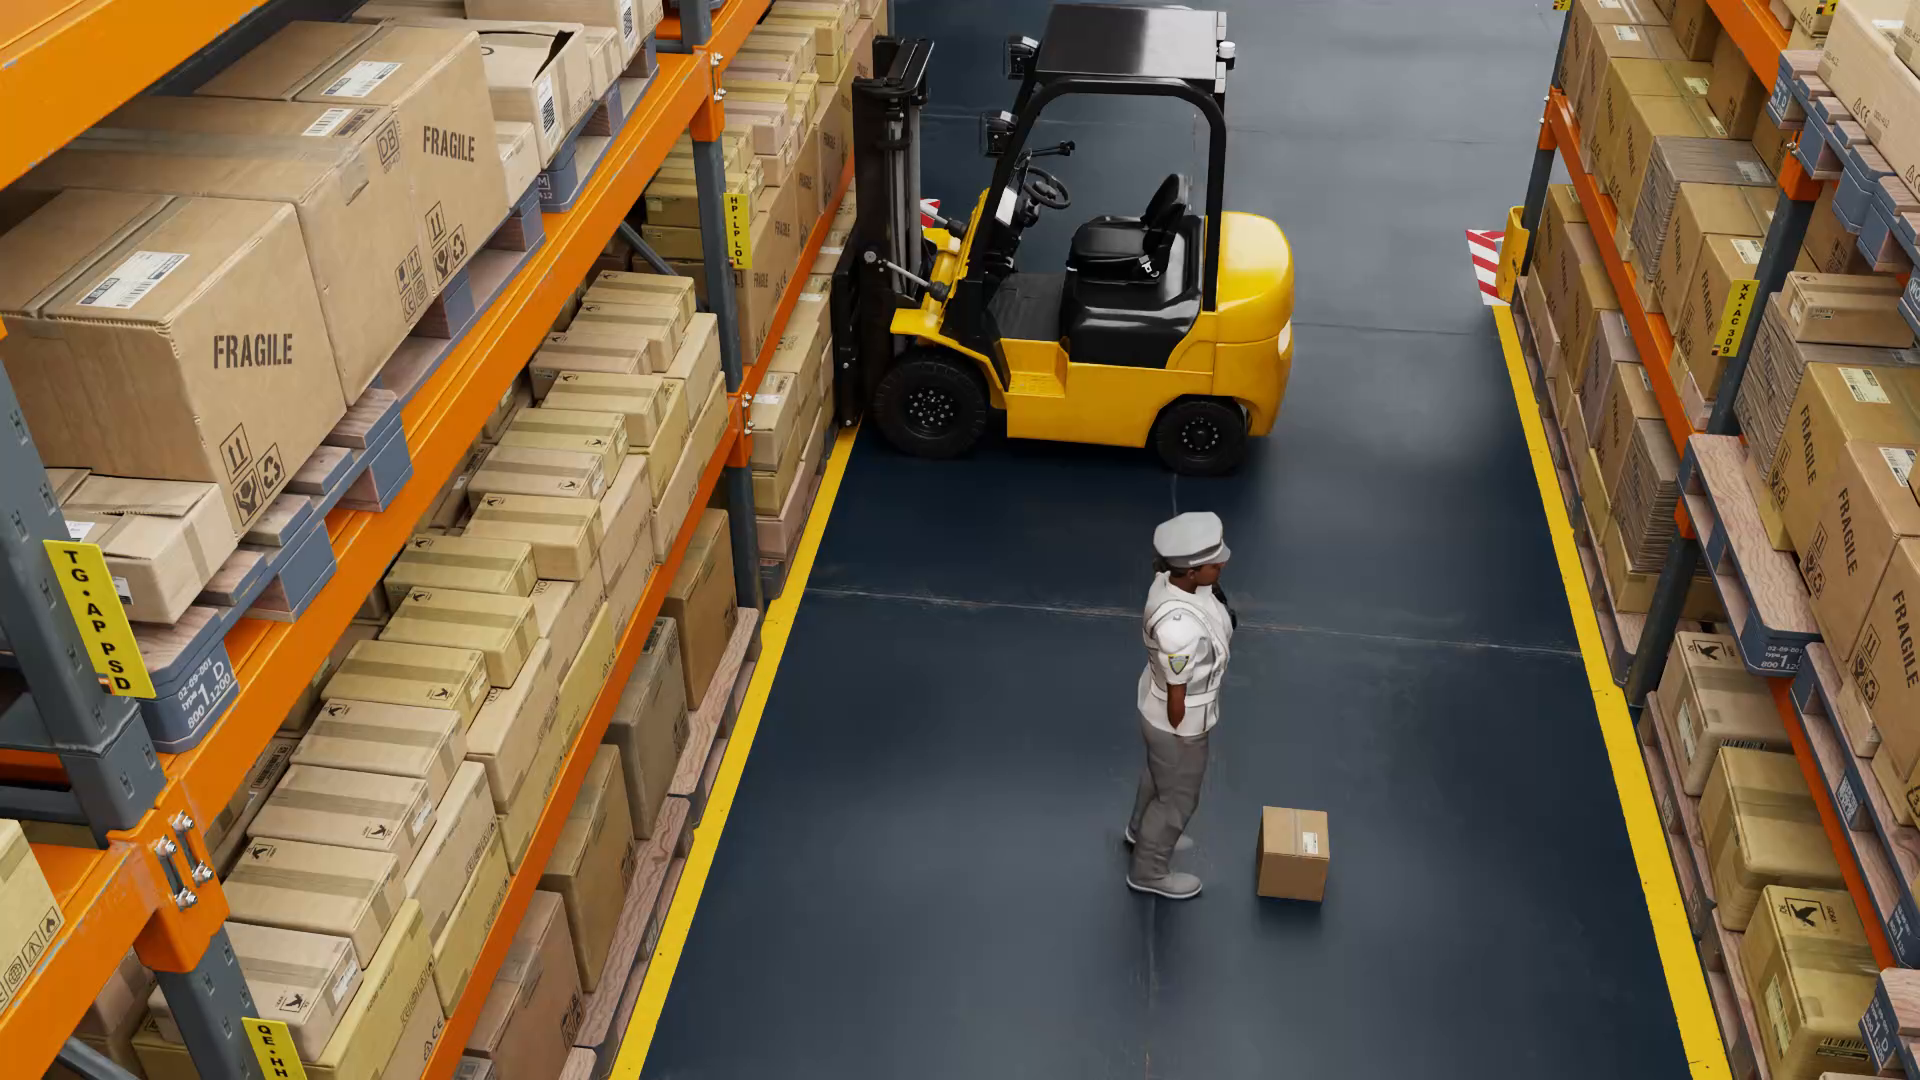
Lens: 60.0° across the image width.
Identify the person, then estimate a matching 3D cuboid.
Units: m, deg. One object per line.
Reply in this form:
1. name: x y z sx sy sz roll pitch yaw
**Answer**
1. person: 0.826 0.631 6.195 0.340 1.706 0.436 5 37 7
